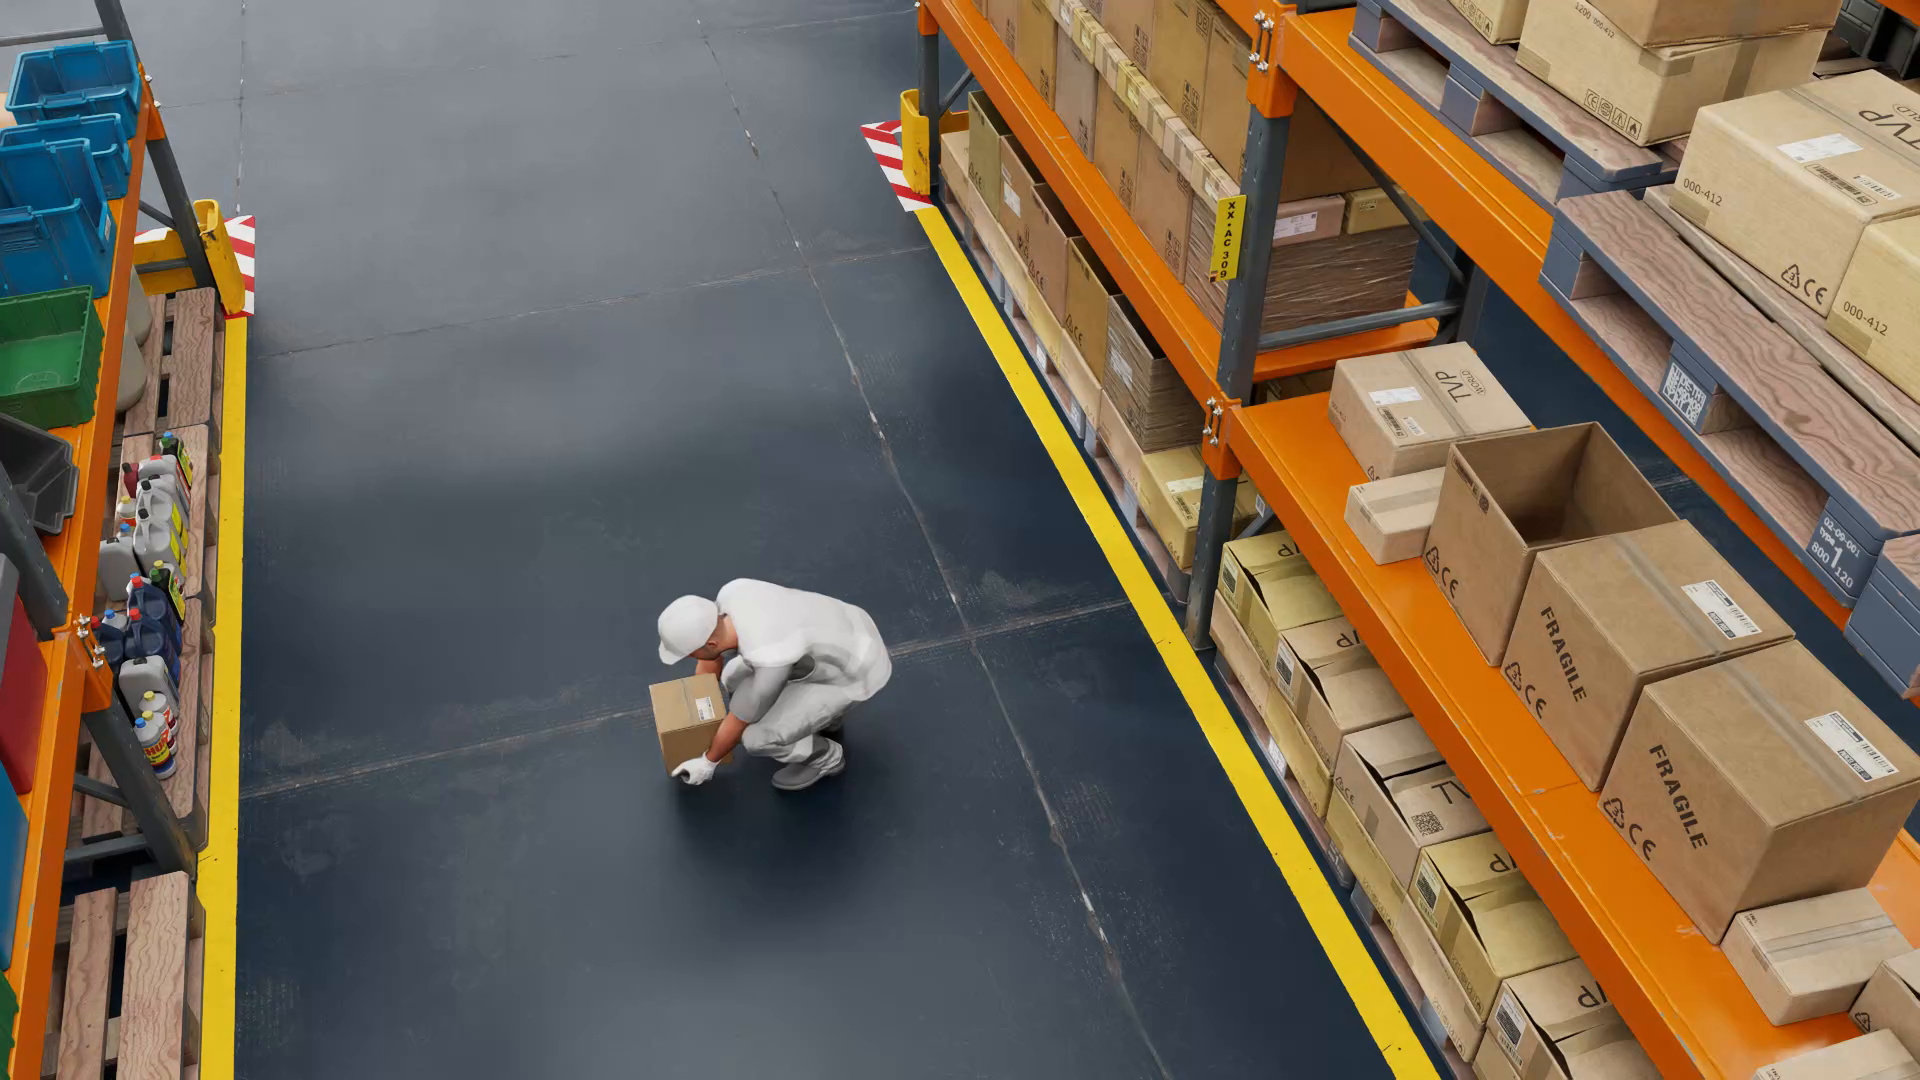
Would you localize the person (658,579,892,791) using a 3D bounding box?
[{"bbox_3d":[-0.693,0.502,6.179,0.882,1.002,0.547,-13,43,-14],"label":"person"}]
